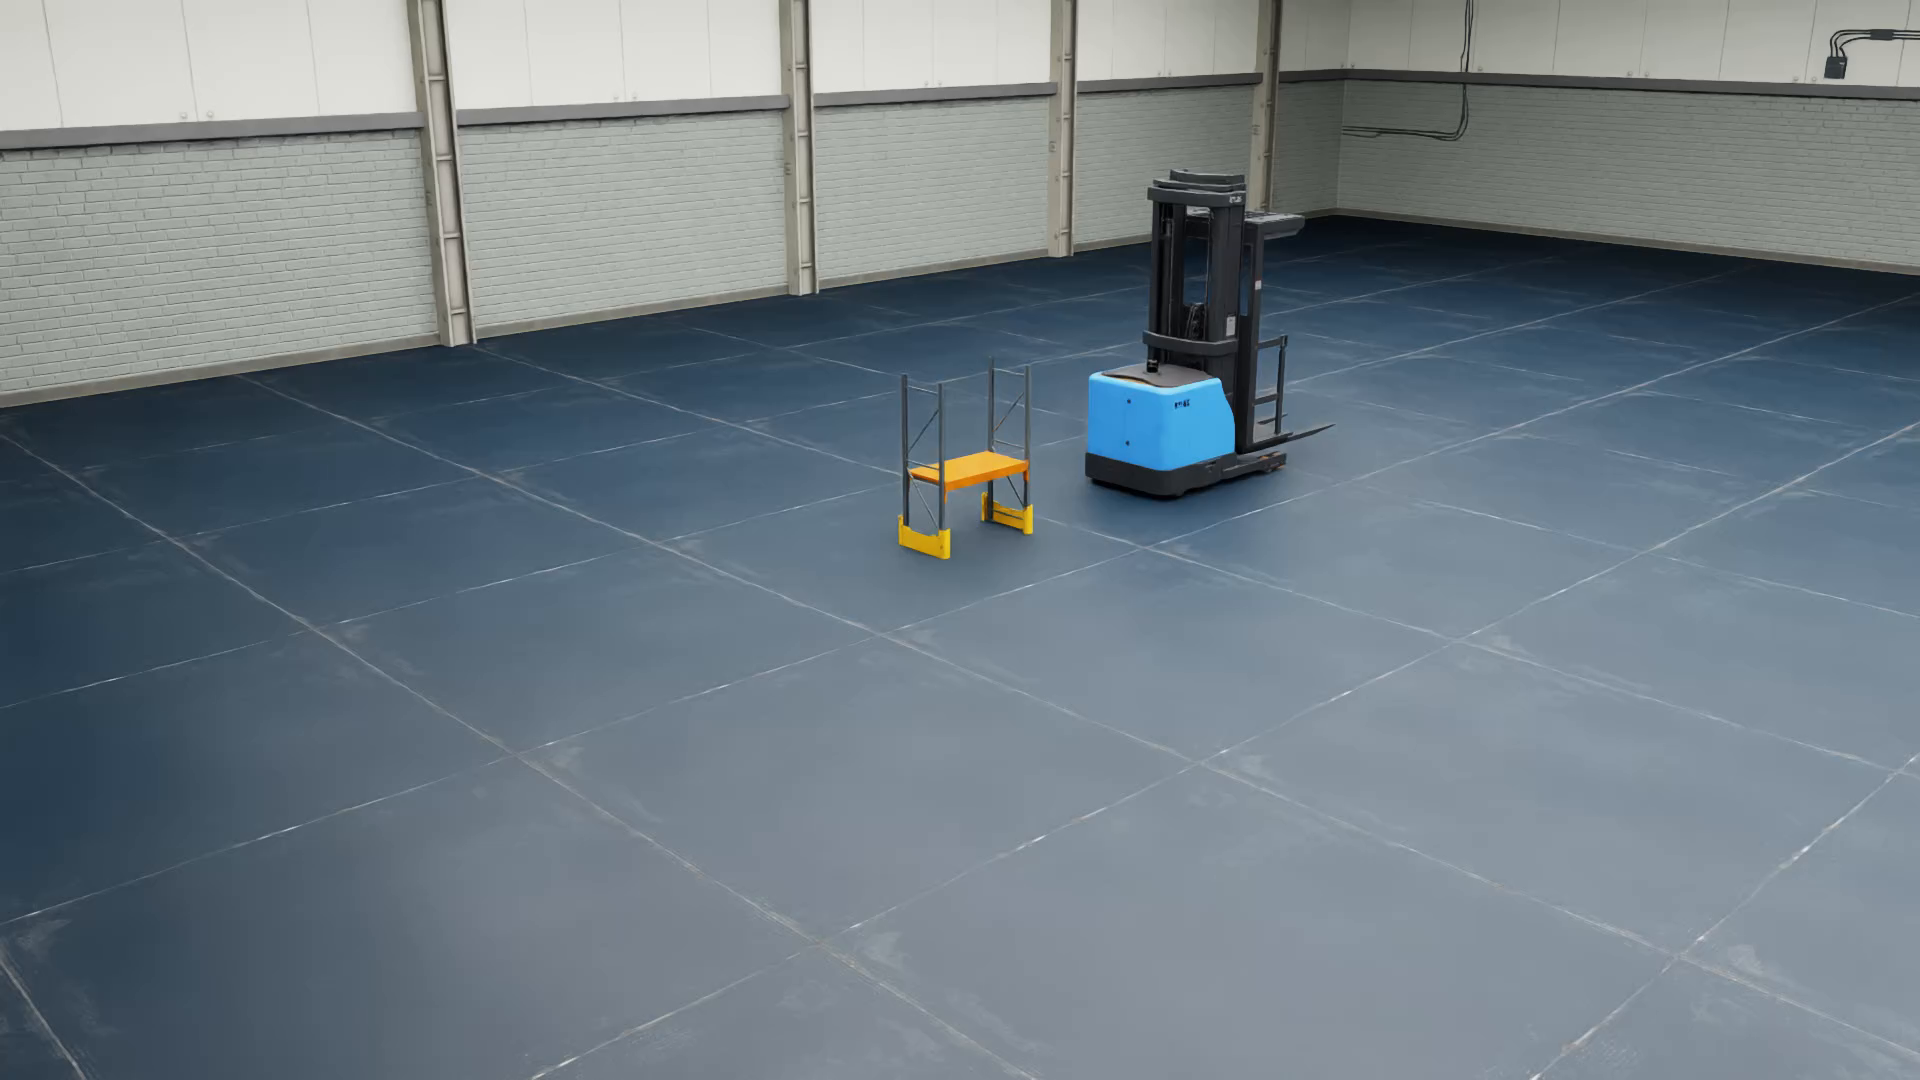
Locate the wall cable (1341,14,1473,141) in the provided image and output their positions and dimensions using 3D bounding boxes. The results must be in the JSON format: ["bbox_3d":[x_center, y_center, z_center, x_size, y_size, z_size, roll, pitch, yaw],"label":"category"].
[{"bbox_3d":[9.254,-9.637,34.652,0.112,2.526,3.097,-16,24,-41],"label":"wall cable"}]

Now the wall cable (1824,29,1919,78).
[{"bbox_3d":[15.765,-10.601,27.077,0.169,6.003,2.305,-16,24,-41],"label":"wall cable"}]

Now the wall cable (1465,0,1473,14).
[{"bbox_3d":[11.112,-11.433,32.004,0.112,2.526,3.097,-16,24,-41],"label":"wall cable"}]

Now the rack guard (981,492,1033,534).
[{"bbox_3d":[0.417,-0.241,14.821,0.087,0.250,0.587,-16,24,-41],"label":"rack guard"}]

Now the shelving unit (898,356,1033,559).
[{"bbox_3d":[0.055,-0.730,14.303,1.083,1.500,0.587,-16,24,-41],"label":"shelving unit"}]

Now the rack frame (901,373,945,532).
[{"bbox_3d":[-0.307,-0.624,13.977,0.032,1.500,0.500,-16,24,-41],"label":"rack frame"}]

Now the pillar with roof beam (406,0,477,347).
[{"bbox_3d":[-3.917,-6.007,18.423,0.400,9.000,9.100,-16,24,-41],"label":"pillar with roof beam"}]

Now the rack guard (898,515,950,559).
[{"bbox_3d":[-0.306,-0.030,14.170,0.087,0.250,0.587,-16,24,-41],"label":"rack guard"}]

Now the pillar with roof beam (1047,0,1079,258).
[{"bbox_3d":[4.803,-8.550,26.265,0.400,9.000,9.100,-16,24,-41],"label":"pillar with roof beam"}]

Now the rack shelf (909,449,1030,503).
[{"bbox_3d":[0.062,-0.560,14.365,1.000,0.185,0.538,-16,24,-41],"label":"rack shelf"}]

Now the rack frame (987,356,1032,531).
[{"bbox_3d":[0.431,-0.839,14.641,0.032,1.500,0.500,-16,24,-41],"label":"rack frame"}]

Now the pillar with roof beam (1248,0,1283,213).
[{"bbox_3d":[9.162,-9.822,30.187,0.400,9.000,9.100,-16,24,-41],"label":"pillar with roof beam"}]

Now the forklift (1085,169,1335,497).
[{"bbox_3d":[2.634,-2.165,16.409,3.031,2.935,1.130,-16,24,-41],"label":"forklift"}]

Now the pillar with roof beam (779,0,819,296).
[{"bbox_3d":[0.443,-7.279,22.344,0.400,9.000,9.100,-16,24,-41],"label":"pillar with roof beam"}]
